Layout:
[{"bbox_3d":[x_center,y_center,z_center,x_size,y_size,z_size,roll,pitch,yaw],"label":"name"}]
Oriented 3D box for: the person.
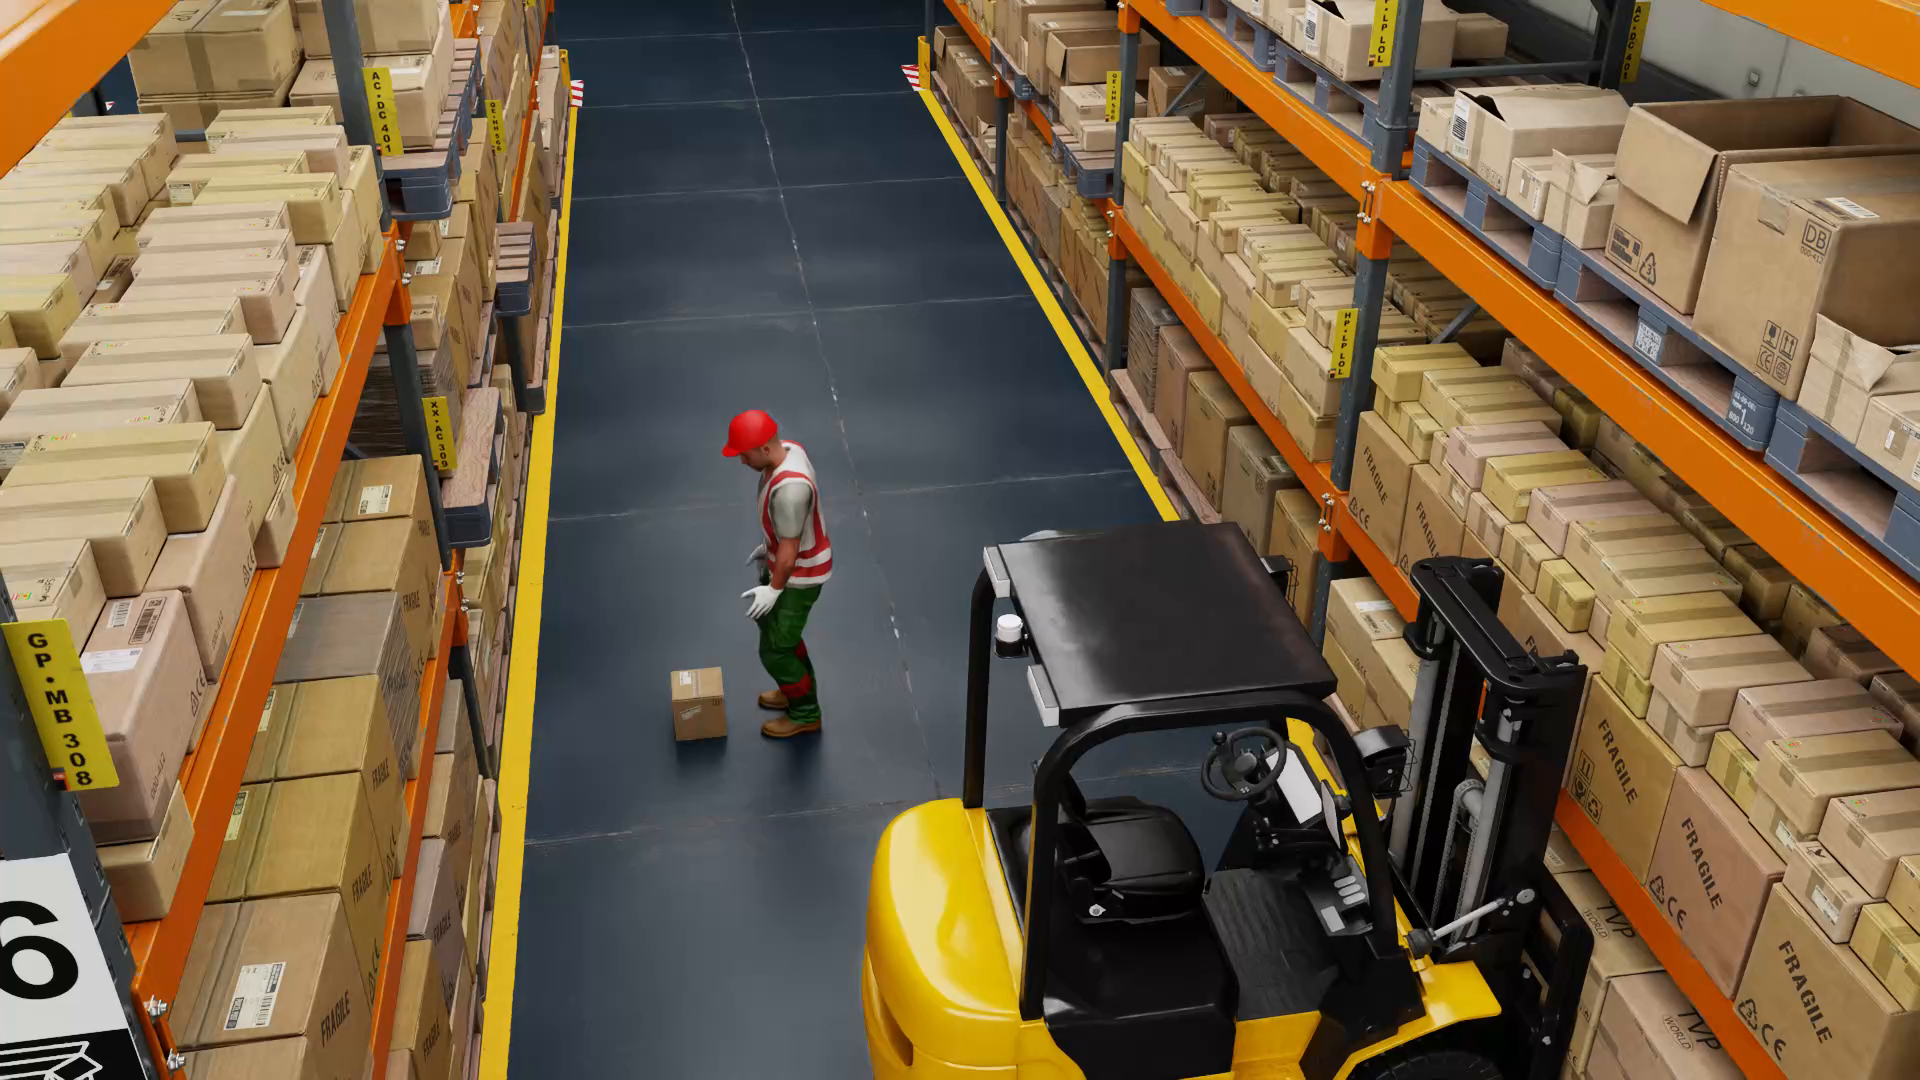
[{"bbox_3d":[-0.844,0.158,7.914,0.477,1.725,0.547,-5,31,-8],"label":"person"}]
